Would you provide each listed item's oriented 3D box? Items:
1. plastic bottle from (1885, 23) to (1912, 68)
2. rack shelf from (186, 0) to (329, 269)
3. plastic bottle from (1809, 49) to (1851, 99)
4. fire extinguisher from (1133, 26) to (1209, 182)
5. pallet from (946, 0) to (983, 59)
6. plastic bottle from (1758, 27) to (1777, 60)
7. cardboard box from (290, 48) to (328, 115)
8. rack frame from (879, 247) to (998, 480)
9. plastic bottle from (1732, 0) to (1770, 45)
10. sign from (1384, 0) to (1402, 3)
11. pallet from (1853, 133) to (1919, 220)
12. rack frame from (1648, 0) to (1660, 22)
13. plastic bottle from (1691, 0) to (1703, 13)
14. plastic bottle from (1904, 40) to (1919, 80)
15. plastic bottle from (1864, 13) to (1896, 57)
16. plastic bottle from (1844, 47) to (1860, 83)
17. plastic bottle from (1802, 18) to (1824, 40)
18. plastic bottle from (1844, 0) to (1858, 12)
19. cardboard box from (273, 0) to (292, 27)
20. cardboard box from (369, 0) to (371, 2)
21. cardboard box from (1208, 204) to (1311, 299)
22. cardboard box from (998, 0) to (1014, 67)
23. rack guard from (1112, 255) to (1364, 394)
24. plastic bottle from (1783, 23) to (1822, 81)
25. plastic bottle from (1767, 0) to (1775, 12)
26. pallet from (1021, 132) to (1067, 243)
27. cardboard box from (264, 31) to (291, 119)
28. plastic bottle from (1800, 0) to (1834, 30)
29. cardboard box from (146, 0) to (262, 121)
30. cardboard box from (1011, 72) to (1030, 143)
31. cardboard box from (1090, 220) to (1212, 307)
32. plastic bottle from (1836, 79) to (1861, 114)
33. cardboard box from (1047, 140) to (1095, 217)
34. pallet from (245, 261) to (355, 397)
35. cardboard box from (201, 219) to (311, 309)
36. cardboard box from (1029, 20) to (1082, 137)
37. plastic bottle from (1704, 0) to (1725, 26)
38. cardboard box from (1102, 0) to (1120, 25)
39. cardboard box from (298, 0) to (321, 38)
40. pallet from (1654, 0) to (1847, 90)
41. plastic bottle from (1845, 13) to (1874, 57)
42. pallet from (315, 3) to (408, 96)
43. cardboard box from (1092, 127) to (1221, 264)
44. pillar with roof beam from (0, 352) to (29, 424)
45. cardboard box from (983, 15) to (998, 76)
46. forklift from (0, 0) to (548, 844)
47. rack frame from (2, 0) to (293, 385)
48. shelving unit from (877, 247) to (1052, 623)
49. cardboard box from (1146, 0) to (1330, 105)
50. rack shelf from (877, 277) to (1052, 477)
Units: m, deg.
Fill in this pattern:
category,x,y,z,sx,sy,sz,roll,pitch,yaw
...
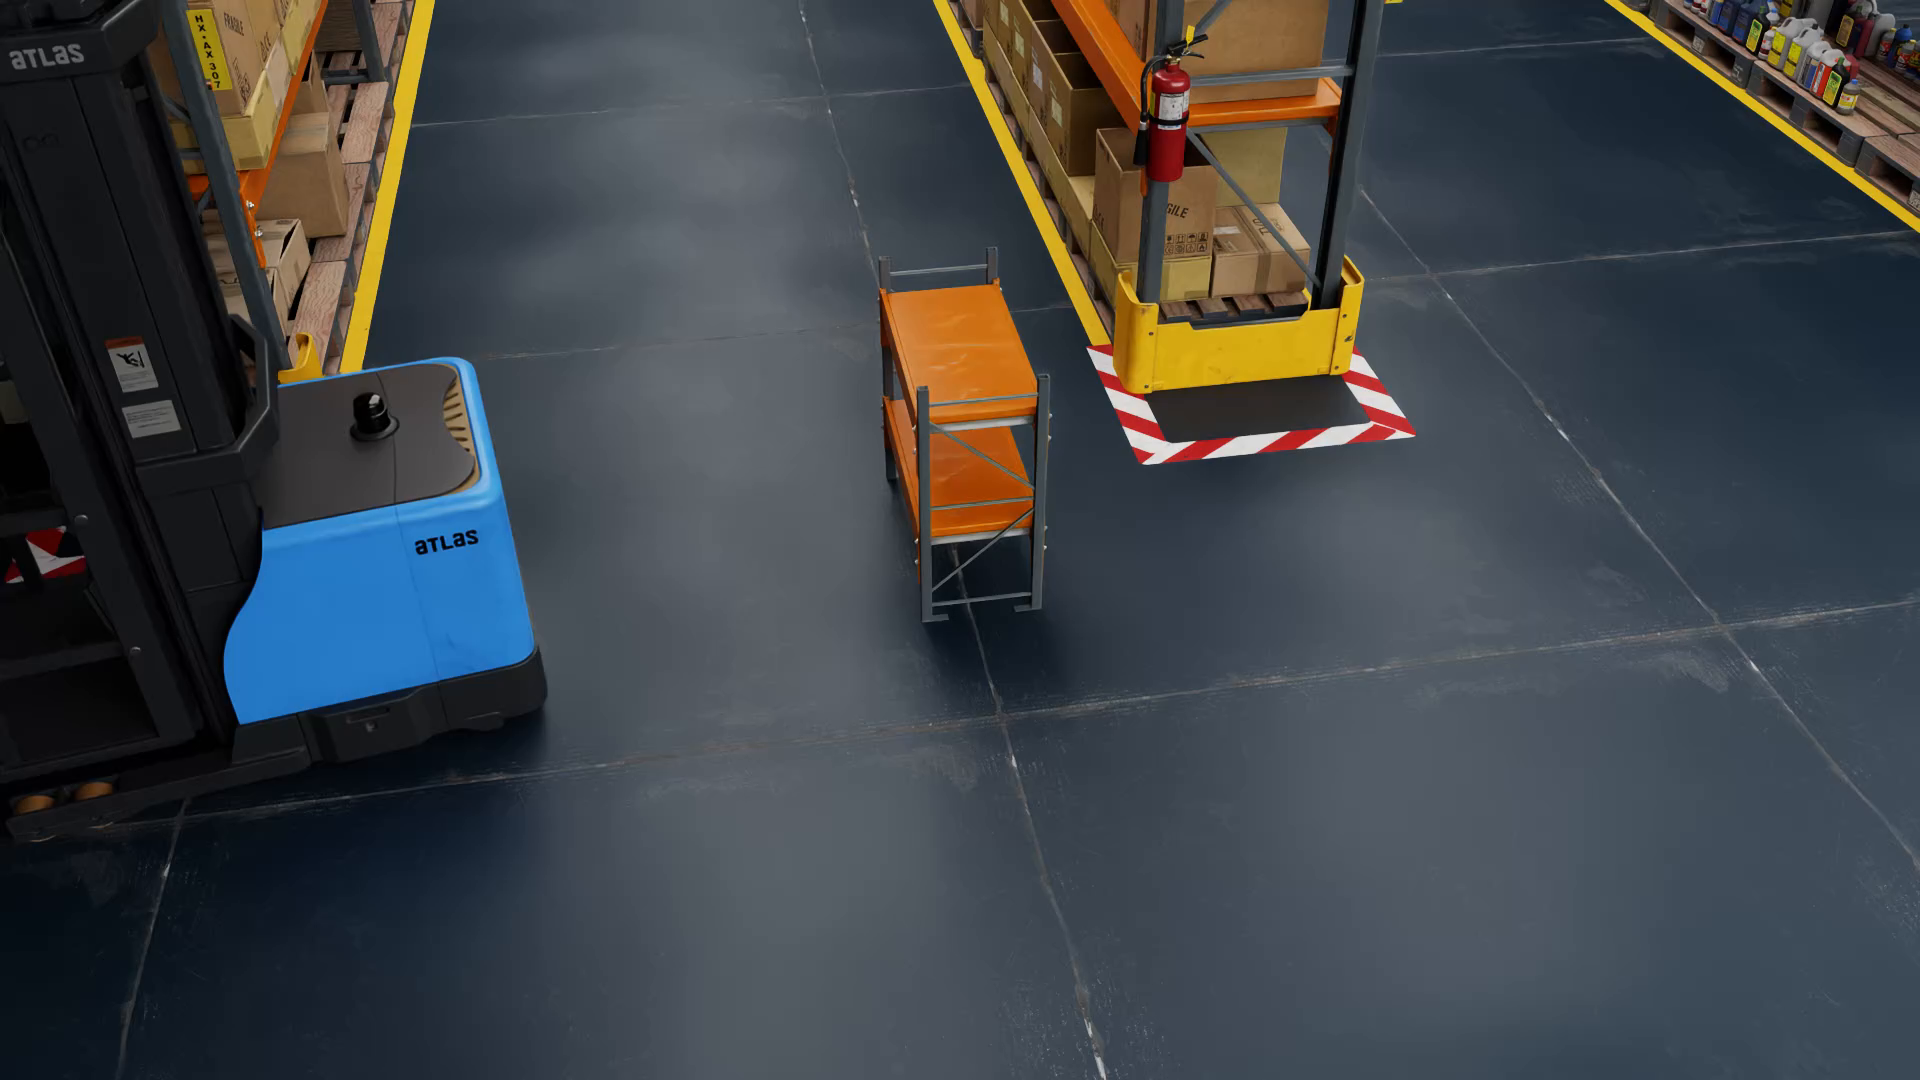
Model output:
category,x,y,z,sx,sy,sz,roll,pitch,yaw
plastic bottle,6.114,-3.223,10.819,0.097,0.271,0.097,0,38,0
rack shelf,-3.866,-2.466,8.566,1.077,0.370,4.000,-6,38,-8
plastic bottle,5.467,-2.923,10.429,0.152,0.276,0.135,-6,38,-8
fire extinguisher,0.924,-1.926,7.347,0.296,0.674,0.183,-6,38,-8
pallet,0.492,-3.833,12.012,1.003,0.211,1.213,-6,38,-8
plastic bottle,5.329,-3.273,10.940,0.097,0.201,0.097,0,38,0
cardboard box,-3.995,-2.522,9.731,0.500,0.500,0.500,-9,39,-11
rack frame,-0.090,-0.755,7.305,0.500,1.125,0.032,-6,38,-8
plastic bottle,5.303,-3.505,11.118,0.144,0.351,0.185,-8,39,-10
sign,1.908,-2.507,7.261,0.100,0.325,0.005,-6,38,-8
pallet,6.041,-2.039,9.702,1.003,0.211,1.213,-6,38,-8
rack frame,5.537,-5.024,11.272,1.000,3.000,0.127,-6,38,-8
plastic bottle,5.179,-3.792,11.608,0.097,0.201,0.097,0,38,0
plastic bottle,6.149,-3.100,10.661,0.097,0.271,0.097,0,38,0
plastic bottle,6.048,-3.355,10.984,0.152,0.276,0.135,-6,38,-7
plastic bottle,5.572,-2.938,10.442,0.061,0.283,0.133,-6,38,-8
plastic bottle,5.519,-3.250,10.850,0.152,0.276,0.135,-6,38,-8
plastic bottle,6.037,-3.557,11.239,0.061,0.283,0.133,-4,38,-5
cardboard box,-3.465,-2.720,7.801,0.500,0.500,0.500,-7,38,-9
cardboard box,-4.502,-3.894,11.497,0.700,0.500,0.500,-7,38,-9
cardboard box,1.486,-1.505,8.642,0.500,0.250,0.500,-6,38,-8
cardboard box,0.528,-3.255,10.282,0.500,0.500,0.500,-6,38,-8
rack guard,1.365,-1.076,8.227,1.175,0.500,0.348,-6,38,-8
plastic bottle,5.410,-3.136,10.643,0.144,0.351,0.185,-5,38,-6
plastic bottle,5.414,-3.513,11.193,0.097,0.271,0.097,0,38,0
pallet,0.975,-2.169,9.870,1.003,0.211,1.213,-6,38,-8
cardboard box,-3.394,-2.132,7.655,0.500,0.250,0.500,-7,38,-9
plastic bottle,5.826,-3.617,11.322,0.152,0.276,0.135,-6,38,-8
cardboard box,-3.303,-2.108,7.013,0.500,0.500,0.500,-6,38,-8
cardboard box,0.608,-2.656,10.122,0.500,0.250,0.500,-6,38,-8
cardboard box,0.976,-1.450,8.570,0.500,0.250,0.500,-6,38,-8
plastic bottle,5.485,-2.739,10.253,0.097,0.201,0.097,0,38,0
cardboard box,0.787,-2.052,9.345,0.500,0.250,0.500,-6,38,-8
pallet,-3.636,-0.982,8.341,1.003,0.211,1.213,-6,38,-8
cardboard box,-3.648,-1.426,8.474,0.500,0.311,0.500,-3,38,-4
cardboard box,0.698,-2.650,9.504,0.500,0.500,0.500,-6,38,-8
plastic bottle,5.245,-3.690,11.416,0.152,0.276,0.135,-5,38,-6
cardboard box,1.113,-3.017,8.608,0.700,0.500,0.500,-6,38,-8
cardboard box,-3.563,-2.746,8.445,0.500,0.250,0.500,-6,38,-8
pallet,5.614,-3.513,11.599,1.003,0.211,1.213,-6,38,-8
plastic bottle,5.944,-3.346,10.967,0.061,0.283,0.133,-6,38,-8
pallet,-4.355,-3.327,11.361,1.003,0.211,1.213,-6,38,-8
cardboard box,0.974,-1.745,8.339,0.500,0.500,0.500,-6,38,-8
pillar with roof beam,-0.252,-4.704,5.970,9.100,9.000,0.400,-6,38,-8
cardboard box,0.442,-3.261,10.901,0.500,0.250,0.500,-6,38,-8
forklift,-3.152,-0.458,5.450,3.031,2.935,1.130,-12,39,-15
rack frame,-3.516,-1.542,6.790,1.000,3.000,0.127,-6,38,-8
shelving unit,-0.001,-0.448,6.910,0.538,1.125,1.048,-6,38,-8
cardboard box,1.292,-2.400,7.813,0.700,0.500,0.500,-6,38,-8
rack shelf,-0.001,-0.679,6.731,0.538,0.278,1.000,-6,38,-8
